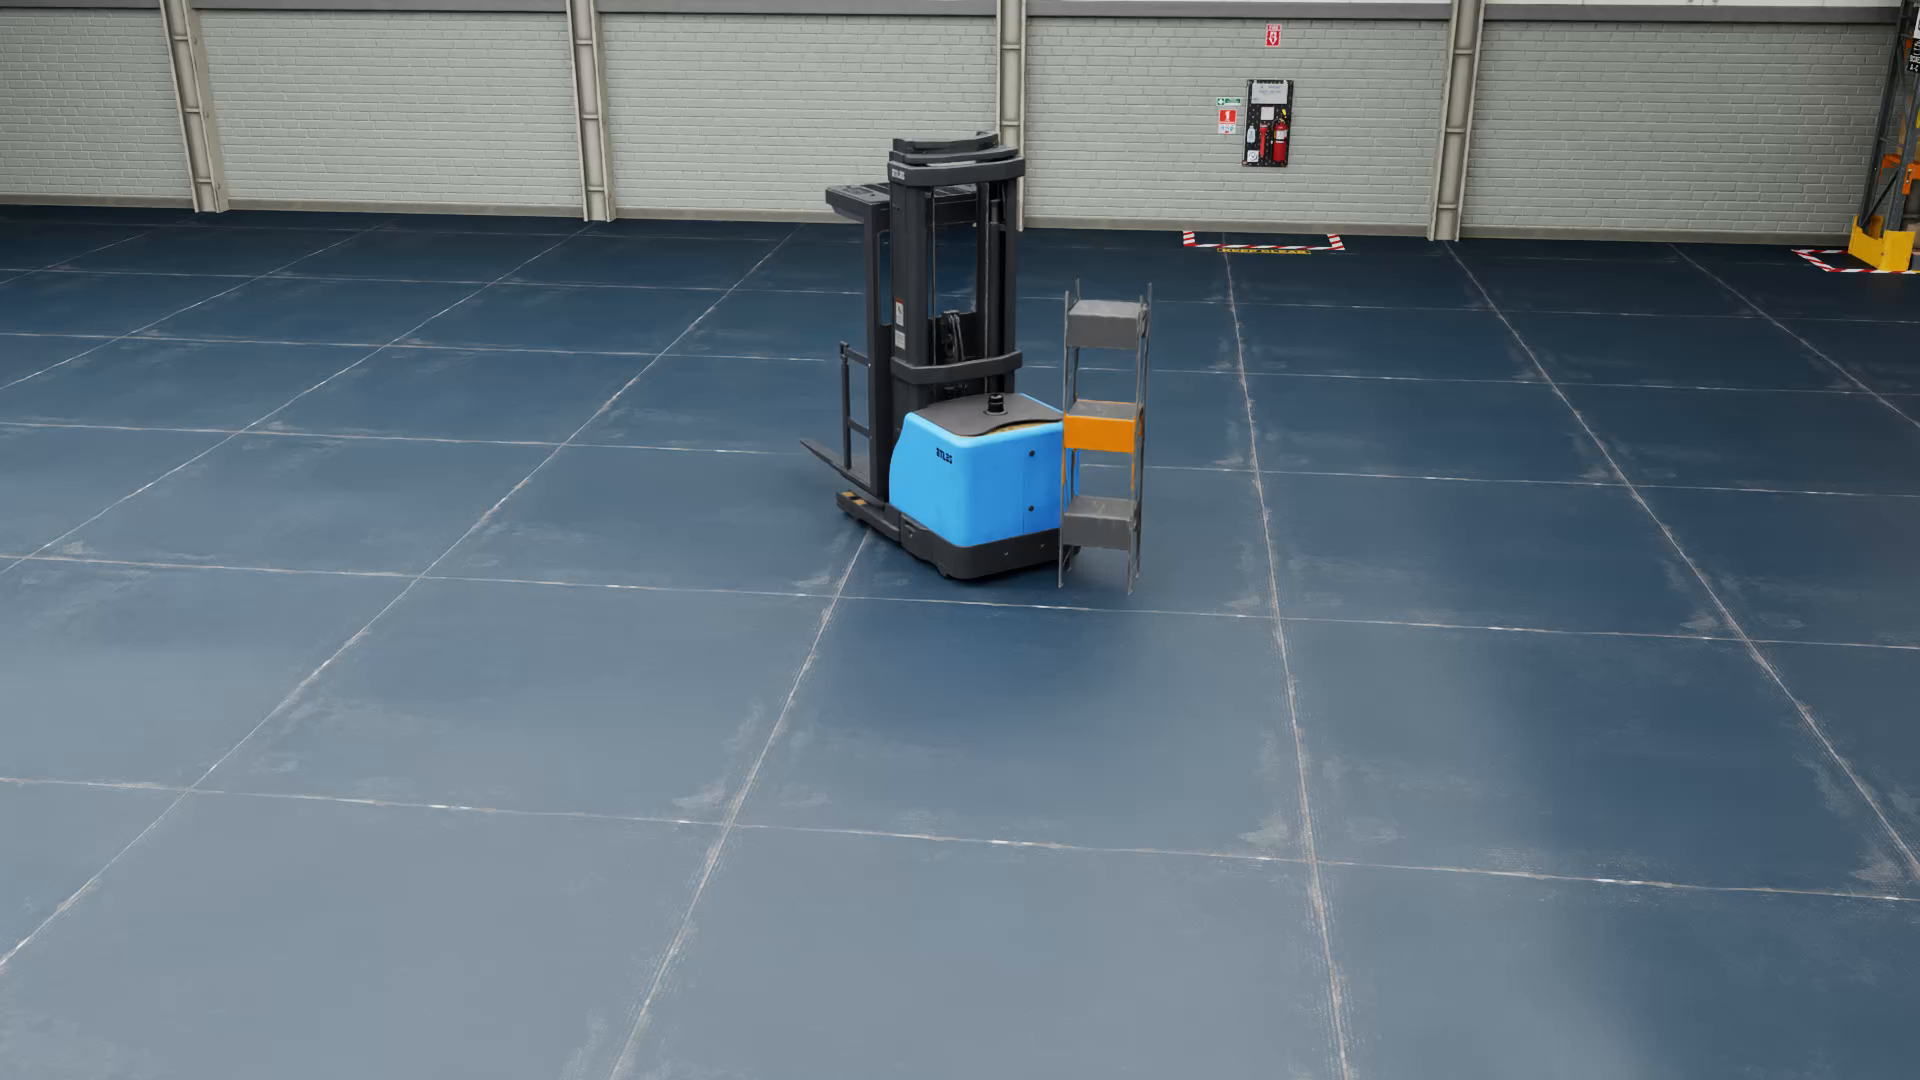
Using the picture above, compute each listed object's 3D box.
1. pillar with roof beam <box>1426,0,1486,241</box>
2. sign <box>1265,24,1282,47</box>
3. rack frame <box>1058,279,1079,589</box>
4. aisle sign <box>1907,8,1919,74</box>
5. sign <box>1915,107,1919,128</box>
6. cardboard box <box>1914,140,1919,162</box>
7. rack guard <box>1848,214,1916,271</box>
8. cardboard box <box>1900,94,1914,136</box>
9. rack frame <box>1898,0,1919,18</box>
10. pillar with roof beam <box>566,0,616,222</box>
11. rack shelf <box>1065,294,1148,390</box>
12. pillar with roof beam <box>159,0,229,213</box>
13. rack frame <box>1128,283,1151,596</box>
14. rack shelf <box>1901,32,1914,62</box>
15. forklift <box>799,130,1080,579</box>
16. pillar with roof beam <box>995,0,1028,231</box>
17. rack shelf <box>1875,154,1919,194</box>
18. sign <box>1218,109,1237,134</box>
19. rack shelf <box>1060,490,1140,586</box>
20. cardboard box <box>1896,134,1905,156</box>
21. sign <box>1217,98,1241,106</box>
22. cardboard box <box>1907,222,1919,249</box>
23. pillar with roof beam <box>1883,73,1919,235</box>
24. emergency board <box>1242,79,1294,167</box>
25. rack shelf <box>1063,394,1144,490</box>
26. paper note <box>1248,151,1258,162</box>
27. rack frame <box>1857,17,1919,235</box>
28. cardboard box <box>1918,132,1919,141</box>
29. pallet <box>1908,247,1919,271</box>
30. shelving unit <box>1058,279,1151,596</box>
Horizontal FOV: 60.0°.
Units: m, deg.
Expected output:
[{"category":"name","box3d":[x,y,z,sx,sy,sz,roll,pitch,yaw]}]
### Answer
[{"category":"pillar with roof beam","box3d":[6.159,-6.777,17.341,0.400,9.000,9.100,2,22,6]},{"category":"sign","box3d":[4.219,-6.794,22.392,0.199,0.298,0.001,2,22,6]},{"category":"rack frame","box3d":[0.743,-0.705,11.367,0.015,2.100,0.400,5,22,13]},{"category":"aisle sign","box3d":[11.720,-6.116,20.294,0.004,0.787,0.394,2,22,6]},{"category":"sign","box3d":[11.763,-5.218,20.380,0.005,0.325,0.100,2,22,6]},{"category":"cardboard box","box3d":[12.274,-4.816,20.718,0.500,0.250,0.500,2,22,5]},{"category":"rack guard","box3d":[11.902,-3.848,21.492,0.348,0.500,1.175,2,22,6]},{"category":"cardboard box","box3d":[12.320,-5.359,21.071,0.500,0.500,0.500,2,22,6]},{"category":"rack frame","box3d":[11.827,-7.803,19.938,0.127,3.000,1.000,2,22,6]},{"category":"pillar with roof beam","box3d":[-5.758,-7.296,18.654,0.400,9.000,9.100,2,22,6]},{"category":"rack shelf","box3d":[0.979,-1.321,11.057,0.480,0.518,0.431,5,22,13]},{"category":"pillar with roof beam","box3d":[-11.716,-7.555,19.311,0.400,9.000,9.100,2,22,6]},{"category":"rack frame","box3d":[1.215,-0.660,11.253,0.015,2.100,0.400,5,22,13]},{"category":"rack shelf","box3d":[13.813,-5.987,20.403,4.000,0.370,1.077,2,22,6]},{"category":"forklift","box3d":[-0.306,-1.587,12.468,1.130,2.935,3.031,-12,25,-28]},{"category":"pillar with roof beam","box3d":[0.200,-7.036,17.998,0.400,9.000,9.100,2,22,6]},{"category":"rack shelf","box3d":[13.813,-4.592,20.954,4.000,0.370,1.077,2,22,6]},{"category":"sign","box3d":[3.679,-5.757,22.874,0.234,0.329,0.001,2,22,6]},{"category":"rack shelf","box3d":[0.979,-0.019,11.572,0.480,0.518,0.431,5,22,13]},{"category":"cardboard box","box3d":[12.314,-5.003,21.192,0.500,0.250,0.500,3,22,7]},{"category":"sign","box3d":[3.682,-6.000,22.768,0.331,0.109,0.001,2,22,6]},{"category":"cardboard box","box3d":[12.503,-3.905,21.295,0.500,0.311,0.500,0,22,0]},{"category":"pillar with roof beam","box3d":[12.117,-6.517,16.684,0.400,9.000,9.100,2,22,6]},{"category":"emergency board","box3d":[4.216,-5.679,22.725,0.643,1.169,0.194,2,22,6]},{"category":"rack shelf","box3d":[0.979,-0.670,11.315,0.480,0.518,0.431,5,22,13]},{"category":"paper note","box3d":[4.048,-5.302,22.970,0.142,0.148,0.016,2,22,6]},{"category":"rack frame","box3d":[11.827,-5.013,21.041,0.127,3.000,1.000,2,22,6]},{"category":"cardboard box","box3d":[12.265,-5.171,20.597,0.500,0.500,0.500,3,22,6]},{"category":"pallet","box3d":[12.705,-3.665,21.423,1.213,0.211,1.003,2,22,6]},{"category":"shelving unit","box3d":[0.979,-0.682,11.310,0.503,2.100,0.431,5,22,13]}]
